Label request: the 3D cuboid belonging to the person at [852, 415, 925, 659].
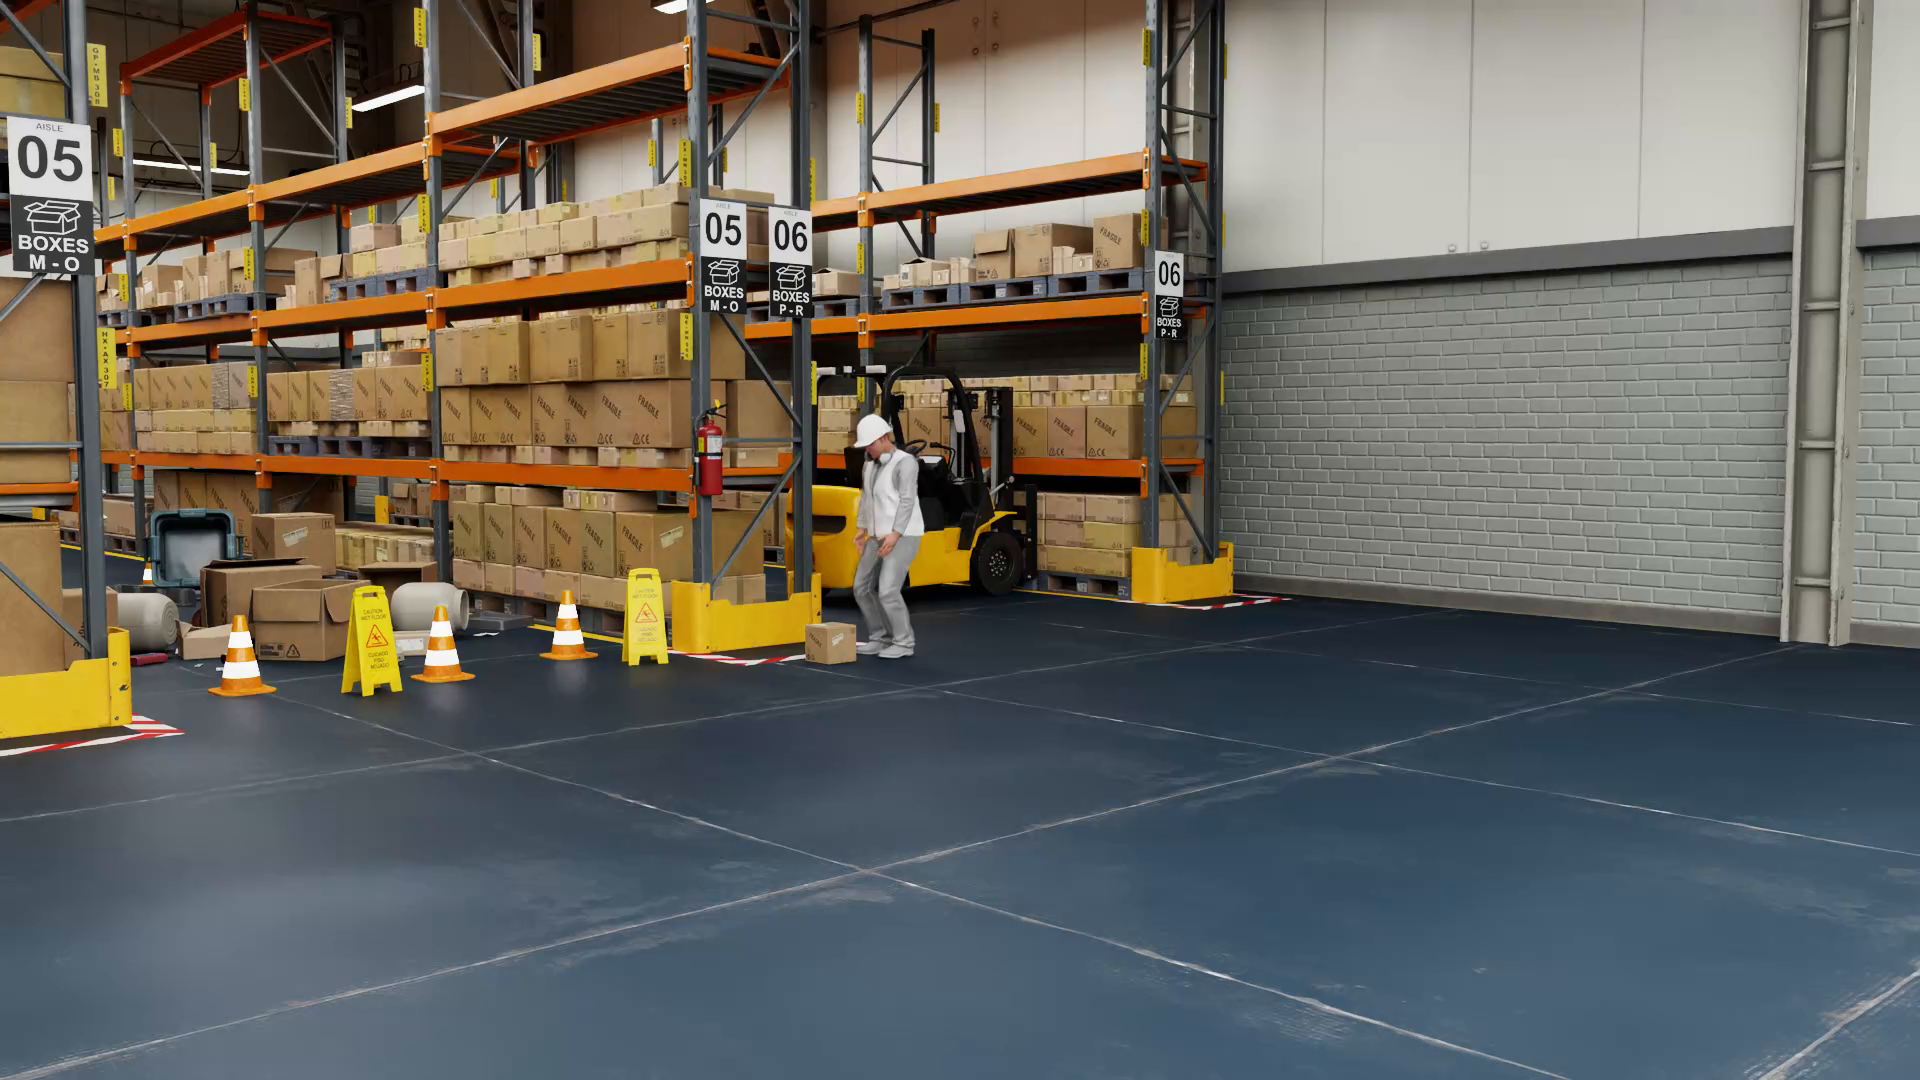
[{"bbox_3d":[-0.509,-0.027,11.622,0.516,1.695,0.567,-3,5,-37],"label":"person"}]
